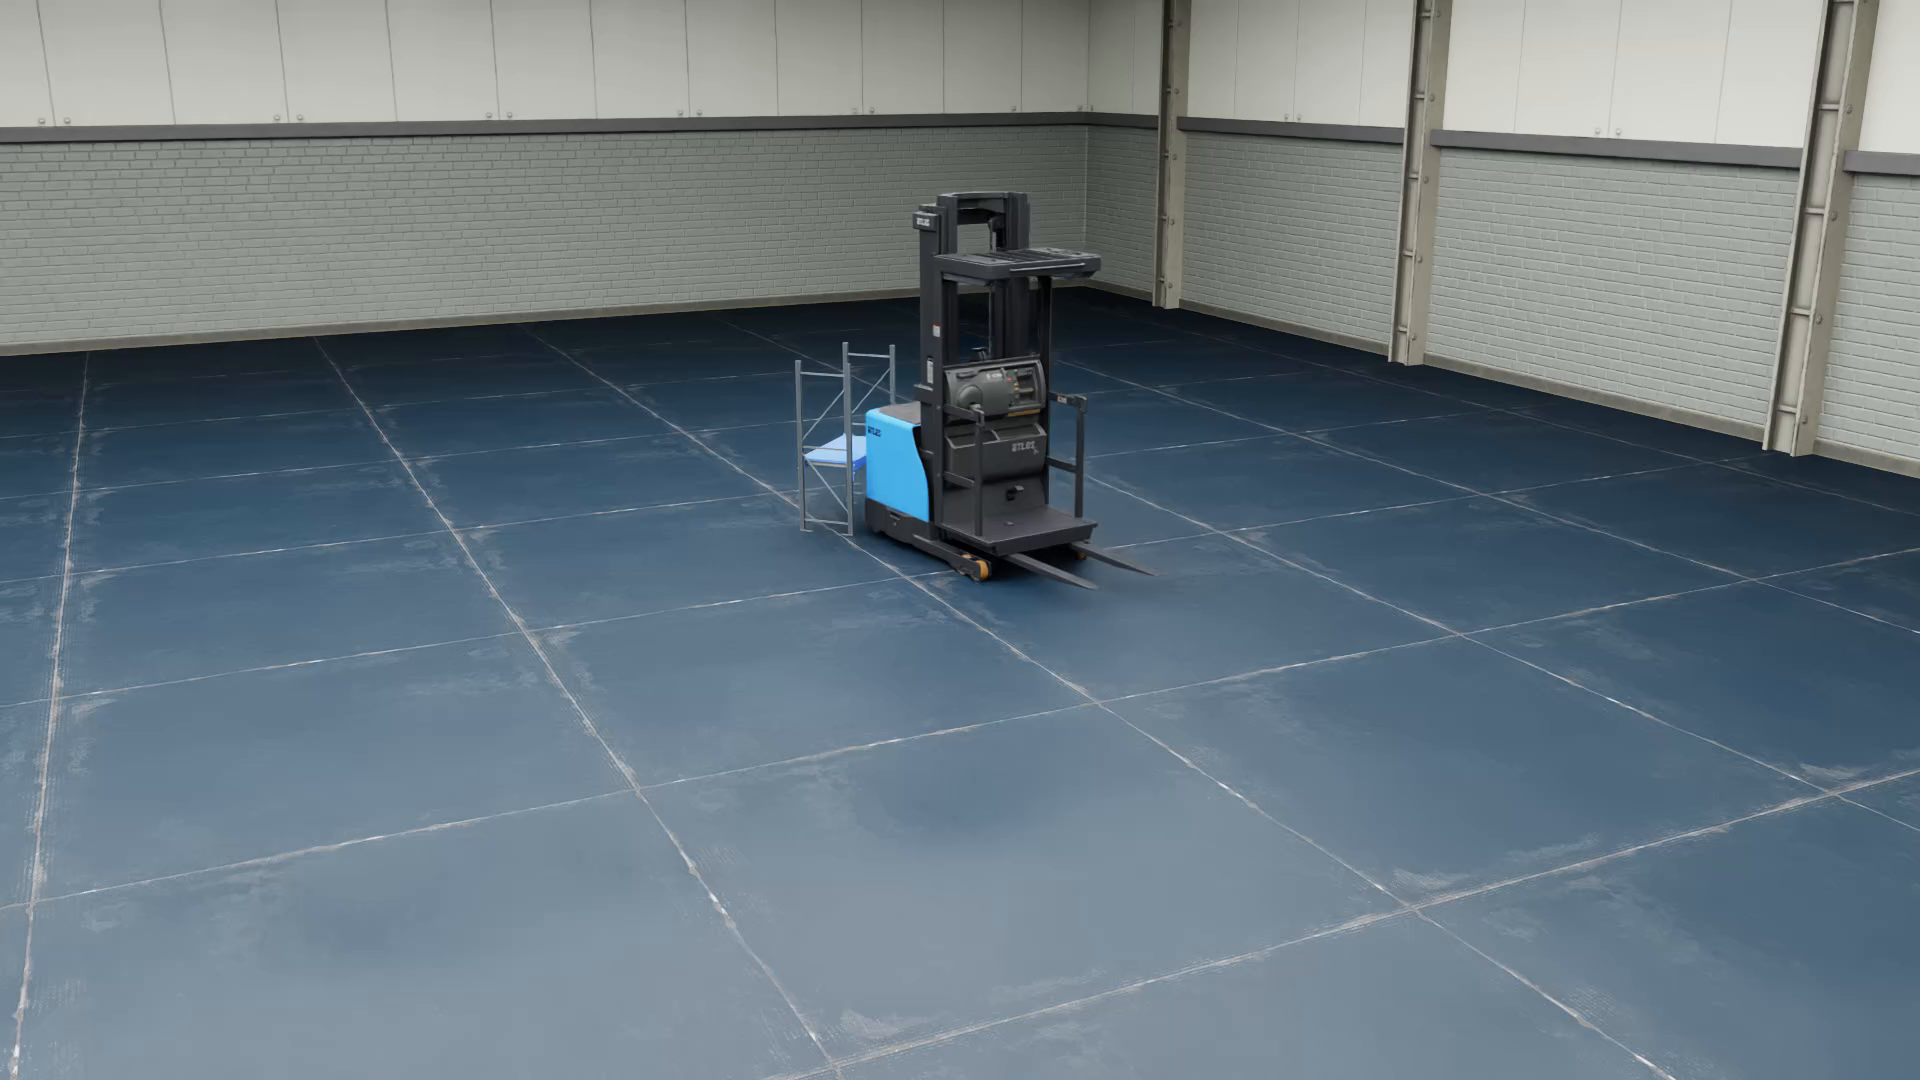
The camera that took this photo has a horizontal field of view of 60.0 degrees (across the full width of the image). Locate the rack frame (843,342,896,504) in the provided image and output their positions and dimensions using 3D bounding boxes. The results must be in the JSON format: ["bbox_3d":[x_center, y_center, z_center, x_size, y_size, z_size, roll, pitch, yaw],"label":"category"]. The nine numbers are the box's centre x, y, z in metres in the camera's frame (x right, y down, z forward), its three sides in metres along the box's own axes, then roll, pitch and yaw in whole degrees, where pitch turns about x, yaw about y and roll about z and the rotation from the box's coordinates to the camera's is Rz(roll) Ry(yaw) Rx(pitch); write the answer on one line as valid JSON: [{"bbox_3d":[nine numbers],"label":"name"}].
[{"bbox_3d":[-0.821,-1.044,15.171,0.500,1.500,0.032,6,17,19],"label":"rack frame"}]

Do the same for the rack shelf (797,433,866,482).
[{"bbox_3d":[-0.989,-0.739,14.760,0.538,0.185,1.000,6,17,19],"label":"rack shelf"}]

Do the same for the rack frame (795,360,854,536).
[{"bbox_3d":[-1.158,-0.780,14.249,0.500,1.500,0.032,6,17,19],"label":"rack frame"}]

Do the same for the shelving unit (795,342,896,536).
[{"bbox_3d":[-0.989,-0.912,14.710,0.538,1.500,1.048,6,17,19],"label":"shelving unit"}]

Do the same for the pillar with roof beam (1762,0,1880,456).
[{"bbox_3d":[4.847,-4.739,14.452,9.100,9.000,0.400,-8,18,-25],"label":"pillar with roof beam"}]

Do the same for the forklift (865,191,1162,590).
[{"bbox_3d":[0.410,-1.233,13.233,1.130,2.935,3.031,-10,19,-32],"label":"forklift"}]

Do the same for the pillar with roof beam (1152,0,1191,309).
[{"bbox_3d":[-0.411,-7.715,24.821,9.100,9.000,0.400,-8,18,-25],"label":"pillar with roof beam"}]

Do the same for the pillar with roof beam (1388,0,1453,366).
[{"bbox_3d":[2.218,-6.227,19.636,9.100,9.000,0.400,-8,18,-25],"label":"pillar with roof beam"}]
